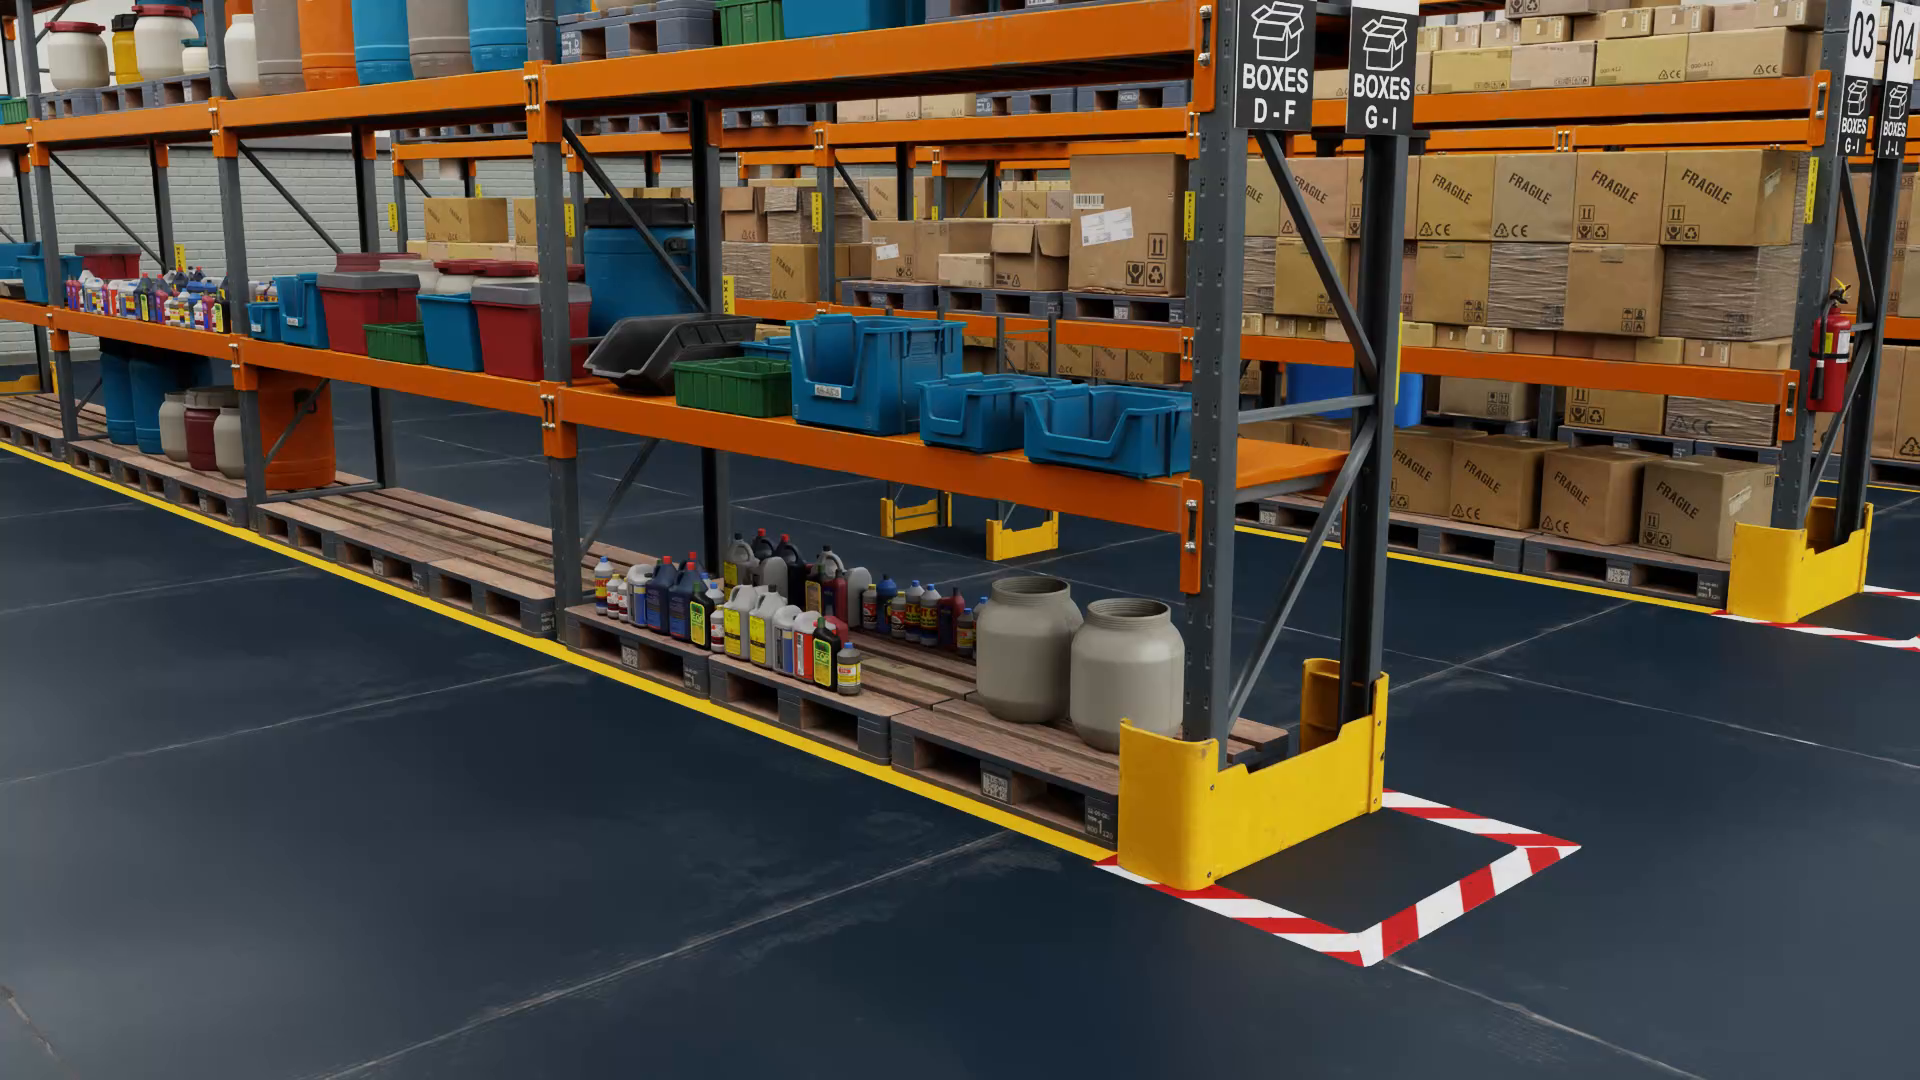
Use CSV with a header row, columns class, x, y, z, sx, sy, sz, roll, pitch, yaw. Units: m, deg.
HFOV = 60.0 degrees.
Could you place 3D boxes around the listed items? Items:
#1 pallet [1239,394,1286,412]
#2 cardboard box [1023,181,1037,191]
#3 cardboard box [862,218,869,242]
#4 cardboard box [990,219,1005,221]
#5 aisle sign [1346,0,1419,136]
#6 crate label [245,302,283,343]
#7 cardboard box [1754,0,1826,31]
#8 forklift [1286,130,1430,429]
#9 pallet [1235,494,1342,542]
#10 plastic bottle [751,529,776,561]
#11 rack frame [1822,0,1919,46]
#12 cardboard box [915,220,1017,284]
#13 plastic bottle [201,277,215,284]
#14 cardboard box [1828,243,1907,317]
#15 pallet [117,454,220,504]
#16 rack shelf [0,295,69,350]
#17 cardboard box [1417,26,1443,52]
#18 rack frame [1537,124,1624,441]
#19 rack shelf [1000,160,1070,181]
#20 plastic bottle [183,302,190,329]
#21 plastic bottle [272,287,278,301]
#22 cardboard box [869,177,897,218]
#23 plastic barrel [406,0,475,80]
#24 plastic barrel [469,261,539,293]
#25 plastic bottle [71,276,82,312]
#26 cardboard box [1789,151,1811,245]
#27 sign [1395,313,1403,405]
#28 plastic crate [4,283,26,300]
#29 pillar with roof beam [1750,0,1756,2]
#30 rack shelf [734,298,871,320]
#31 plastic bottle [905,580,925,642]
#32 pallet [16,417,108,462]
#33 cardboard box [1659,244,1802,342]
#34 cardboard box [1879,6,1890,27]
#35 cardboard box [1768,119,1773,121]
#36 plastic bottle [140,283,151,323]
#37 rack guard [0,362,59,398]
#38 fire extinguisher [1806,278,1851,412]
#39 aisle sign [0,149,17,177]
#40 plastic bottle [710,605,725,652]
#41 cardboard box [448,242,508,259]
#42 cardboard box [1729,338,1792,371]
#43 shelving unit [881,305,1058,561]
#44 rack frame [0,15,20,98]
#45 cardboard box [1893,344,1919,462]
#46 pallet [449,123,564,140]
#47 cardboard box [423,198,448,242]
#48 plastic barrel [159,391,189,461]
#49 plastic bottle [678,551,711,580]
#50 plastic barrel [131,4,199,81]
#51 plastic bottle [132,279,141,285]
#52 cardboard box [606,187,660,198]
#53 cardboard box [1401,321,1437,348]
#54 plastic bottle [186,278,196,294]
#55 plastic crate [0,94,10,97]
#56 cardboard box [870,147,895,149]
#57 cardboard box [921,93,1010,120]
class,x,y,z,sx,sy,sz,roll,pitch,yaw
pallet,3.336,-1.471,17.527,1.003,0.211,1.213,-11,16,-43
cardboard box,1.205,-5.518,25.927,0.380,0.149,0.250,-10,15,-41
cardboard box,-1.155,-3.920,21.522,0.500,0.500,0.500,-11,16,-43
cardboard box,0.566,-3.684,19.466,0.380,0.149,0.250,-11,16,-43
aisle sign,1.393,-1.731,5.440,0.394,0.787,0.004,-11,16,-43
crate label,-4.374,-1.400,10.687,0.303,0.233,0.416,-11,16,-43
cardboard box,4.296,-2.706,8.563,0.380,0.149,0.250,-11,16,-43
forklift,3.507,-2.198,14.315,1.130,2.935,3.031,3,12,16
pallet,2.440,-0.243,11.568,1.003,0.211,1.213,-11,16,-43
plastic bottle,-0.978,0.124,8.350,0.185,0.351,0.144,11,16,44
rack frame,4.713,-4.056,8.300,1.000,3.000,0.127,-11,16,-43
cardboard box,0.048,-2.400,13.836,0.700,0.500,0.500,-8,14,-34
plastic bottle,-6.049,-1.979,13.391,0.152,0.276,0.135,-11,16,-43
cardboard box,7.390,-2.092,13.262,0.875,0.550,0.550,-11,16,-43
pallet,-5.806,-0.517,12.897,1.003,0.211,1.213,-11,16,-43
rack shelf,-8.537,-2.119,15.545,1.077,0.370,4.000,-11,16,-43
cardboard box,2.880,-3.017,10.074,0.380,0.149,0.250,-11,16,-44
rack frame,5.608,-2.378,15.022,1.000,3.000,0.127,-11,16,-43
rack shelf,2.213,-5.659,25.295,1.077,0.370,4.000,-11,16,-43
plastic bottle,-5.409,-1.593,11.704,0.097,0.201,0.097,0,12,0
plastic bottle,-5.090,-1.782,12.446,0.097,0.271,0.097,0,12,0
cardboard box,-0.798,-4.336,21.060,0.500,0.500,0.500,11,16,43
plastic barrel,-2.591,-2.866,8.712,0.600,0.901,0.600,0,12,0
plastic barrel,-2.640,-1.355,9.720,0.433,0.535,0.433,0,12,0
plastic bottle,-7.119,-1.990,13.424,0.061,0.283,0.133,-11,16,-43
cardboard box,4.531,-1.921,9.338,0.500,0.500,0.500,-11,16,-43
sign,1.532,-0.640,5.896,0.100,0.325,0.005,-11,16,-43
plastic crate,-8.123,-2.200,14.688,0.437,0.125,0.590,-11,16,-43
pillar with roof beam,8.382,-6.633,20.804,9.100,9.000,0.400,-11,16,-43
rack shelf,-2.192,-2.225,16.061,1.077,0.370,4.000,-11,16,-43
plastic bottle,-0.201,0.320,7.595,0.097,0.271,0.097,0,12,0
pallet,-7.692,-0.915,14.831,1.003,0.211,1.213,-11,16,-43
cardboard box,4.353,-1.397,9.273,0.875,0.500,0.500,-11,16,-43
cardboard box,7.015,-3.973,12.688,0.380,0.149,0.250,-11,16,-43
cardboard box,9.005,-4.825,18.796,0.500,0.250,0.500,11,16,44
plastic bottle,-5.991,-1.751,12.267,0.061,0.283,0.133,-11,16,-43
rack guard,-9.944,-1.540,17.149,1.175,0.500,0.348,-11,16,-43
fire extinguisher,4.459,-0.999,8.520,0.296,0.674,0.183,-11,16,-43
aisle sign,-9.756,-4.088,16.876,0.394,0.787,0.004,-11,16,-43
plastic bottle,-1.065,0.391,7.424,0.097,0.201,0.097,0,12,0
cardboard box,-5.492,-3.269,18.979,0.500,0.250,0.500,11,16,43
cardboard box,4.367,-1.008,8.993,0.380,0.149,0.250,-11,16,-43
shelving unit,0.053,-0.723,10.706,0.587,1.500,1.083,-11,16,-43
rack frame,-9.918,-5.701,16.283,1.000,3.000,0.127,-11,16,-43
cardboard box,7.854,-1.049,12.796,0.875,0.875,0.875,-11,16,-42
pallet,-4.969,-4.594,18.562,1.003,0.211,1.213,-11,16,-43
cardboard box,-5.854,-3.712,19.272,0.500,0.500,0.500,11,16,44
plastic barrel,-5.978,-0.886,12.905,0.421,0.512,0.421,0,12,0
plastic bottle,-1.270,0.226,7.856,0.144,0.351,0.185,-11,16,-43
plastic barrel,-5.727,-3.575,12.017,0.433,0.535,0.433,0,12,0
plastic bottle,-6.362,-1.884,12.929,0.152,0.276,0.135,-11,16,-43
cardboard box,-3.127,-3.318,16.847,0.637,0.503,0.797,11,16,44
cardboard box,2.928,-1.288,10.354,0.380,0.149,0.250,-11,16,-43
plastic bottle,-6.127,-1.957,13.294,0.097,0.271,0.097,0,12,0
plastic crate,-9.062,-3.940,15.324,0.504,0.338,0.767,-11,16,-43
cardboard box,-0.787,-5.050,20.928,0.500,0.250,0.500,-11,16,-43
cardboard box,0.045,-3.429,13.058,0.500,0.250,0.500,-10,16,-41
